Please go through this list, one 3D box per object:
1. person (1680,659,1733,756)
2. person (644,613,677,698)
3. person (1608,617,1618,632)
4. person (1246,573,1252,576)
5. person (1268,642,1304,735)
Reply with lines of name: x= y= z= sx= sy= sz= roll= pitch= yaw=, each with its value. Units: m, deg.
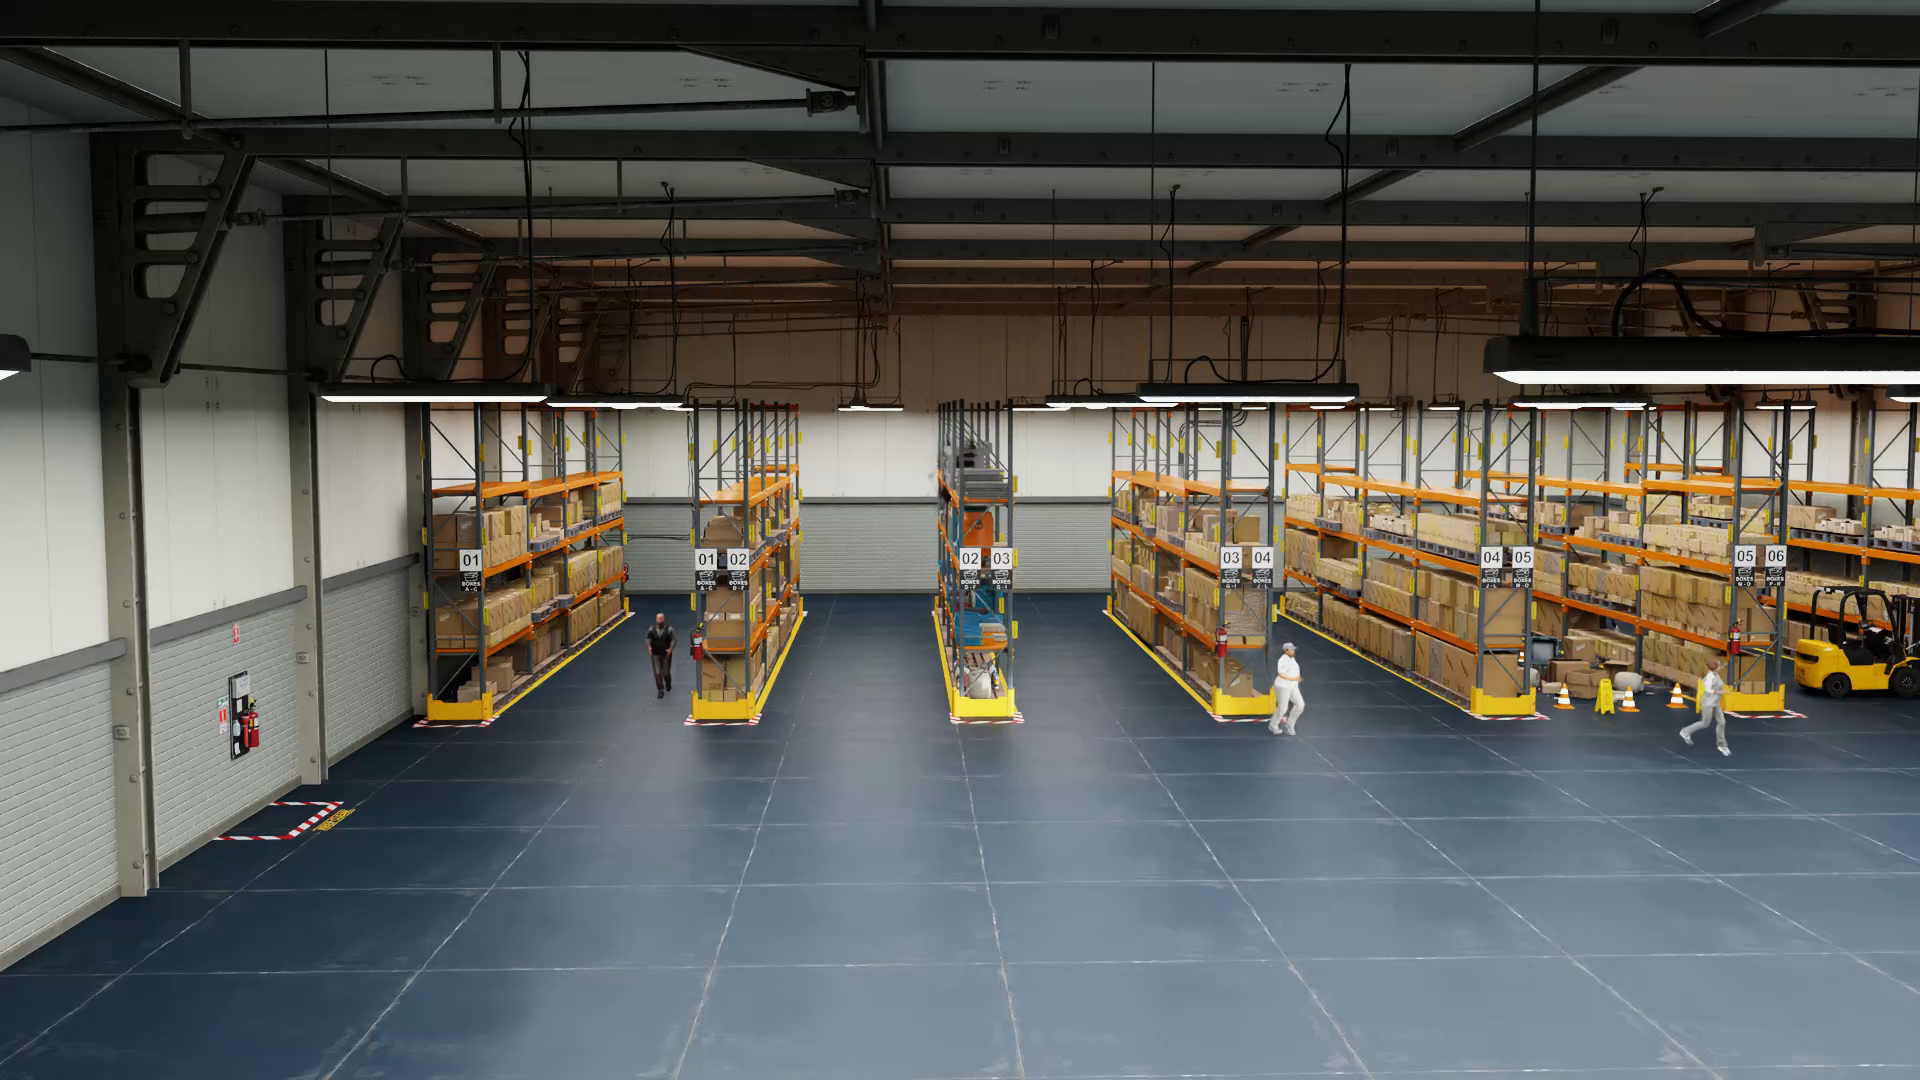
person: x=12.629 y=2.802 z=28.086 sx=0.863 sy=1.630 sz=0.542 roll=4 pitch=6 yaw=43
person: x=-6.057 y=2.326 z=33.665 sx=0.670 sy=1.697 sz=0.617 roll=0 pitch=4 yaw=-4
person: x=16.660 y=1.662 z=42.751 sx=0.568 sy=1.587 sz=0.853 roll=-1 pitch=4 yaw=-9
person: x=8.100 y=1.223 z=47.997 sx=0.695 sy=1.726 sz=0.951 roll=2 pitch=5 yaw=24
person: x=5.849 y=2.667 z=29.621 sx=0.694 sy=1.709 sz=0.619 roll=4 pitch=6 yaw=43
